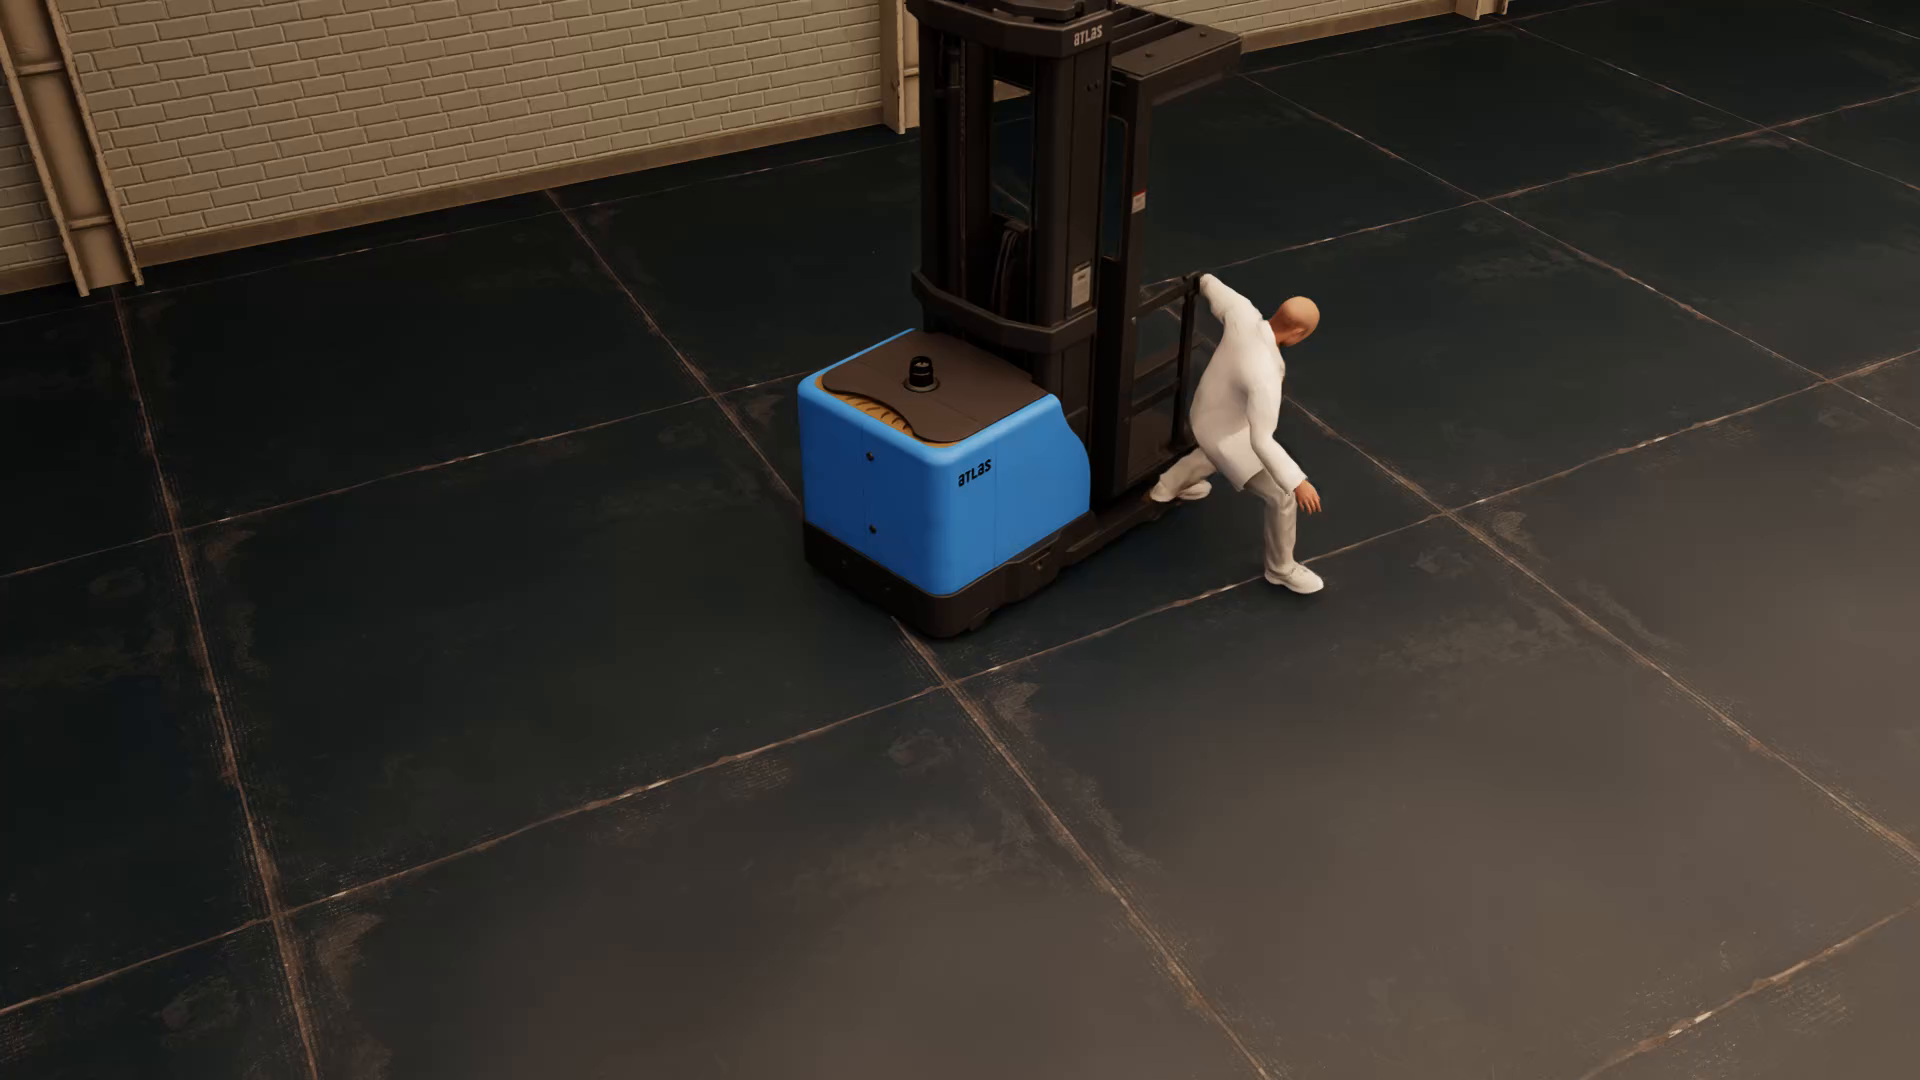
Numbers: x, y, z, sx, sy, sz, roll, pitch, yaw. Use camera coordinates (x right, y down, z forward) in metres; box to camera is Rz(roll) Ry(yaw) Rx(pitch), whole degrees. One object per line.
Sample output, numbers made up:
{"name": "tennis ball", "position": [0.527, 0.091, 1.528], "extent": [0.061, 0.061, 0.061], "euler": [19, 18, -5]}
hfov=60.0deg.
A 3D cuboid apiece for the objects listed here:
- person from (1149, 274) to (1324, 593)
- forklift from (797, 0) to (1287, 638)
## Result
{"name": "person", "position": [1.382, -0.607, 8.225], "extent": [0.788, 1.519, 1.230], "euler": [-1, 35, -1]}
{"name": "forklift", "position": [0.600, -1.486, 8.225], "extent": [1.130, 2.935, 3.031], "euler": [29, 45, 35]}
